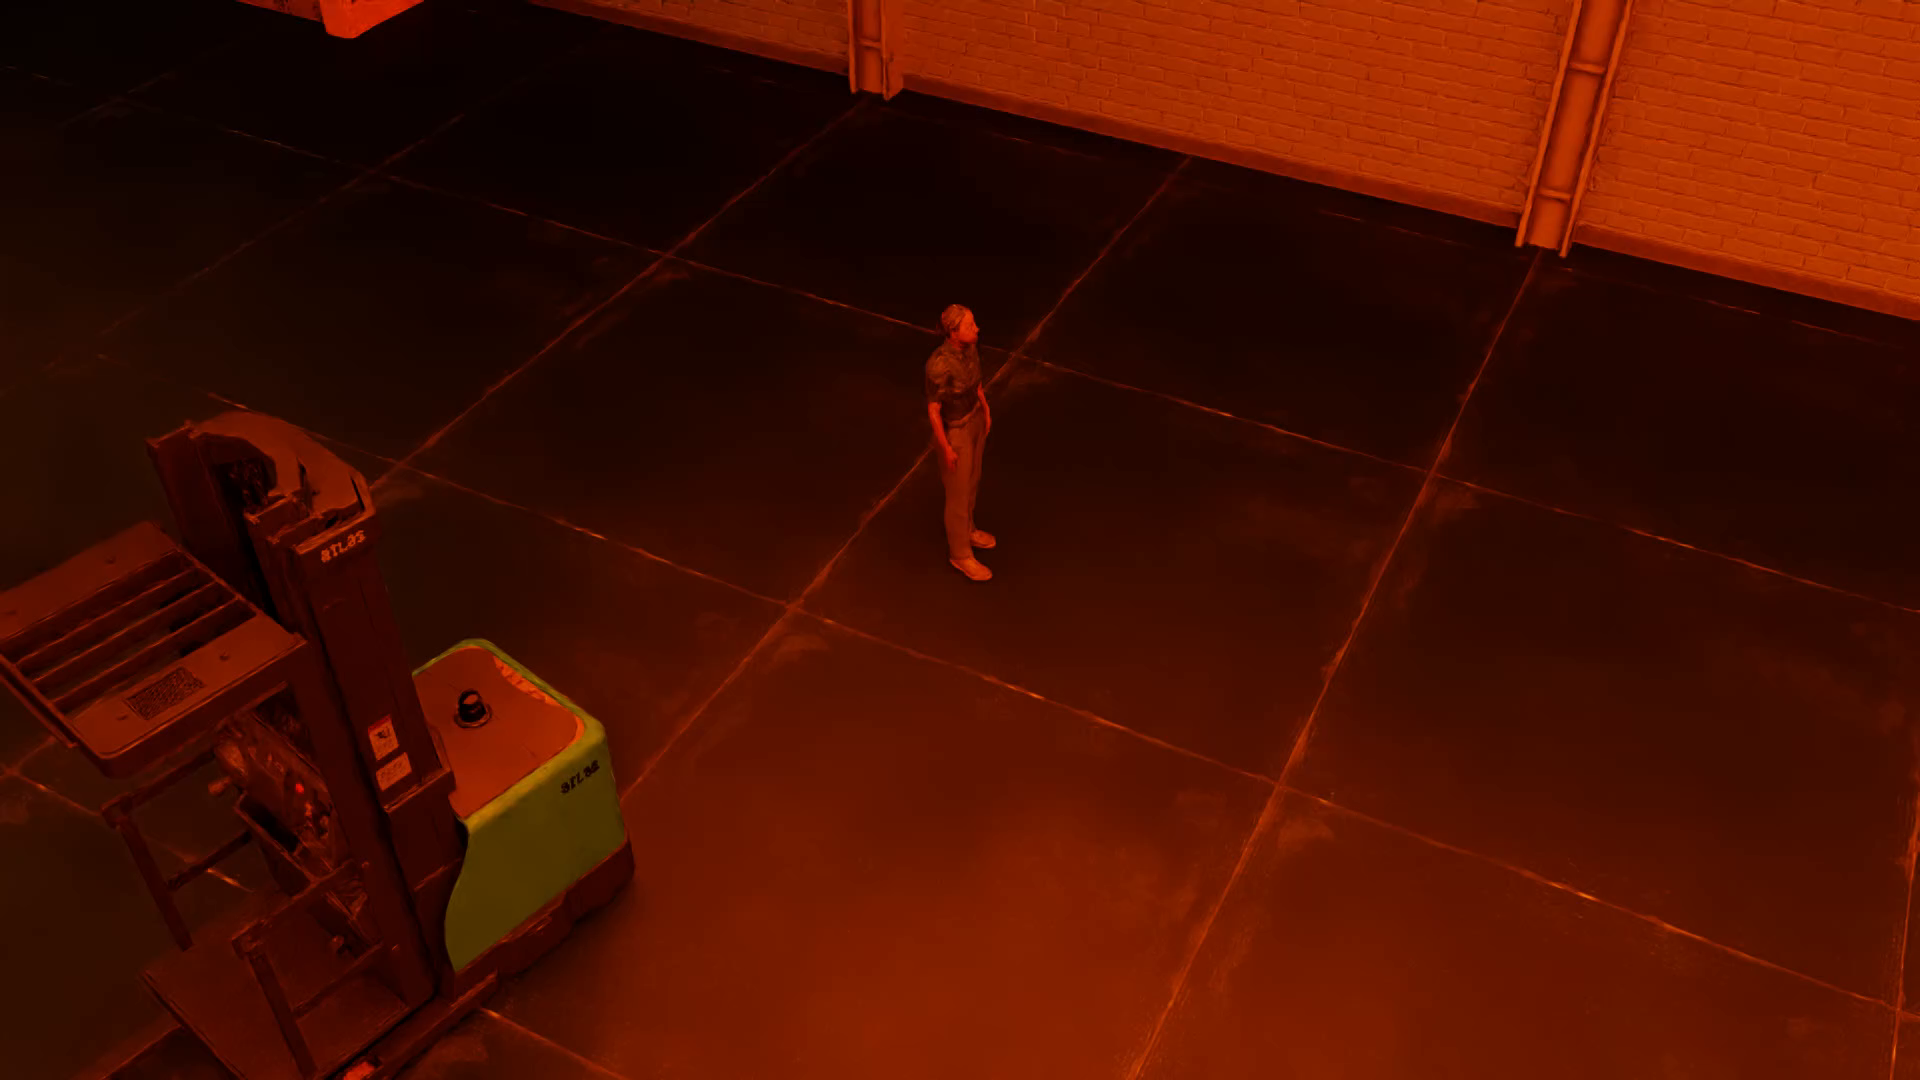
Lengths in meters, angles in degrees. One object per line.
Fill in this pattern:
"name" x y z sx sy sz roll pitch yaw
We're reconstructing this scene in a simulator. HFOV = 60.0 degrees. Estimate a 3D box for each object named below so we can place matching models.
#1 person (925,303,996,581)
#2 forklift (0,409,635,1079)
"person" 0.069 -0.601 9.680 0.503 1.654 0.570 18 43 21
"forklift" -2.950 1.069 6.717 1.130 2.935 3.031 29 48 30
